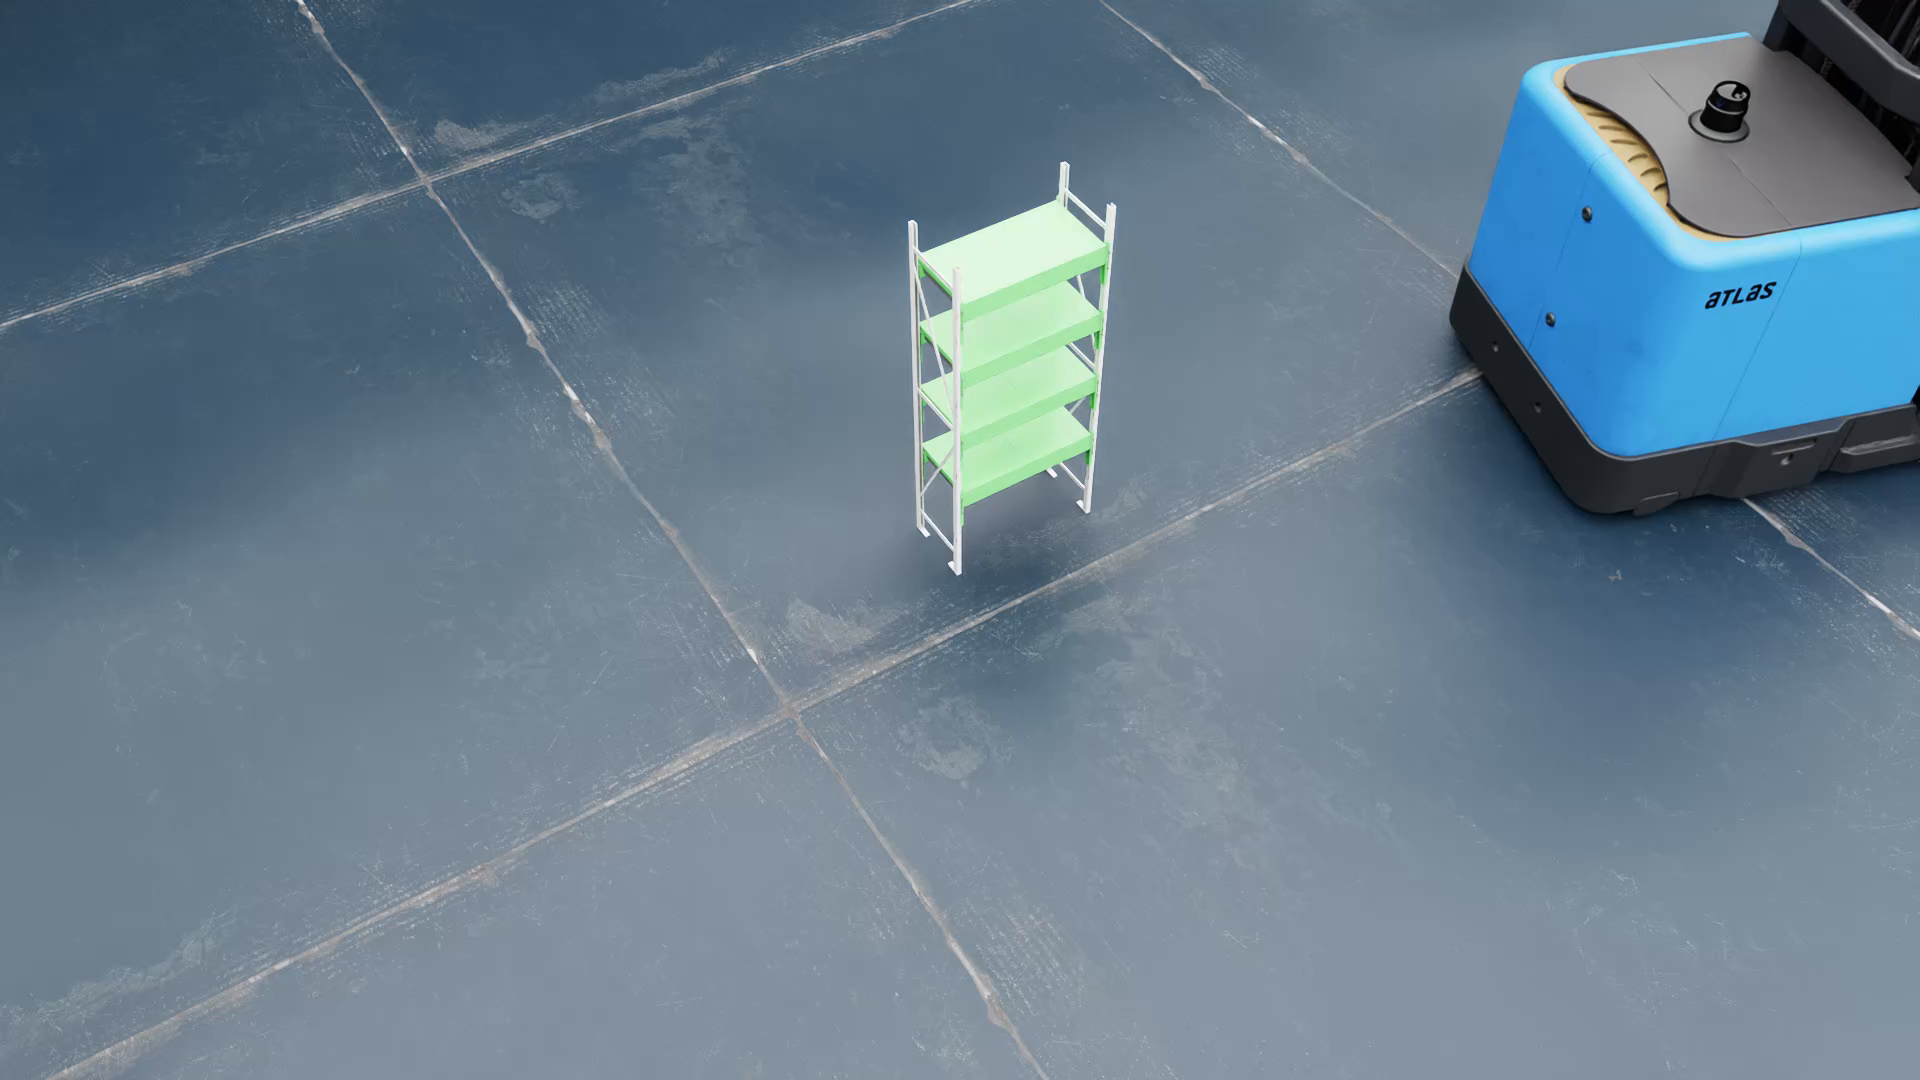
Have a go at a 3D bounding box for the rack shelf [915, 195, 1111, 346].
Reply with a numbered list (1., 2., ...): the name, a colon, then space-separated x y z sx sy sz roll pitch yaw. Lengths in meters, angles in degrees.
1. rack shelf: 0.140 -0.742 4.550 0.480 0.148 0.258 -25 53 -21

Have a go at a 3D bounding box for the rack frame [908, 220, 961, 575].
1. rack frame: -0.066 -0.368 4.774 0.015 1.200 0.240 -25 53 -21

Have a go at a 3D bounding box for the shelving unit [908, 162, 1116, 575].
1. shelving unit: 0.140 -0.465 4.861 0.503 1.200 0.258 -25 53 -21

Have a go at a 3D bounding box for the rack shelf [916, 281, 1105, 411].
1. rack shelf: 0.140 -0.582 4.729 0.480 0.148 0.258 -25 53 -21

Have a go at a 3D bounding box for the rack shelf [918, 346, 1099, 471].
1. rack shelf: 0.140 -0.422 4.908 0.480 0.148 0.258 -25 53 -21

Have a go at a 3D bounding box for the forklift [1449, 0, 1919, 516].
1. forklift: 3.292 -1.650 4.757 3.031 2.935 1.130 -11 49 -9

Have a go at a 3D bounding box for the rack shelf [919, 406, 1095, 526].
1. rack shelf: 0.140 -0.263 5.088 0.480 0.148 0.258 -25 53 -21

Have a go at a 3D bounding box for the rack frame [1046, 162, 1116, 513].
1. rack frame: 0.346 -0.562 4.947 0.015 1.200 0.240 -25 53 -21
